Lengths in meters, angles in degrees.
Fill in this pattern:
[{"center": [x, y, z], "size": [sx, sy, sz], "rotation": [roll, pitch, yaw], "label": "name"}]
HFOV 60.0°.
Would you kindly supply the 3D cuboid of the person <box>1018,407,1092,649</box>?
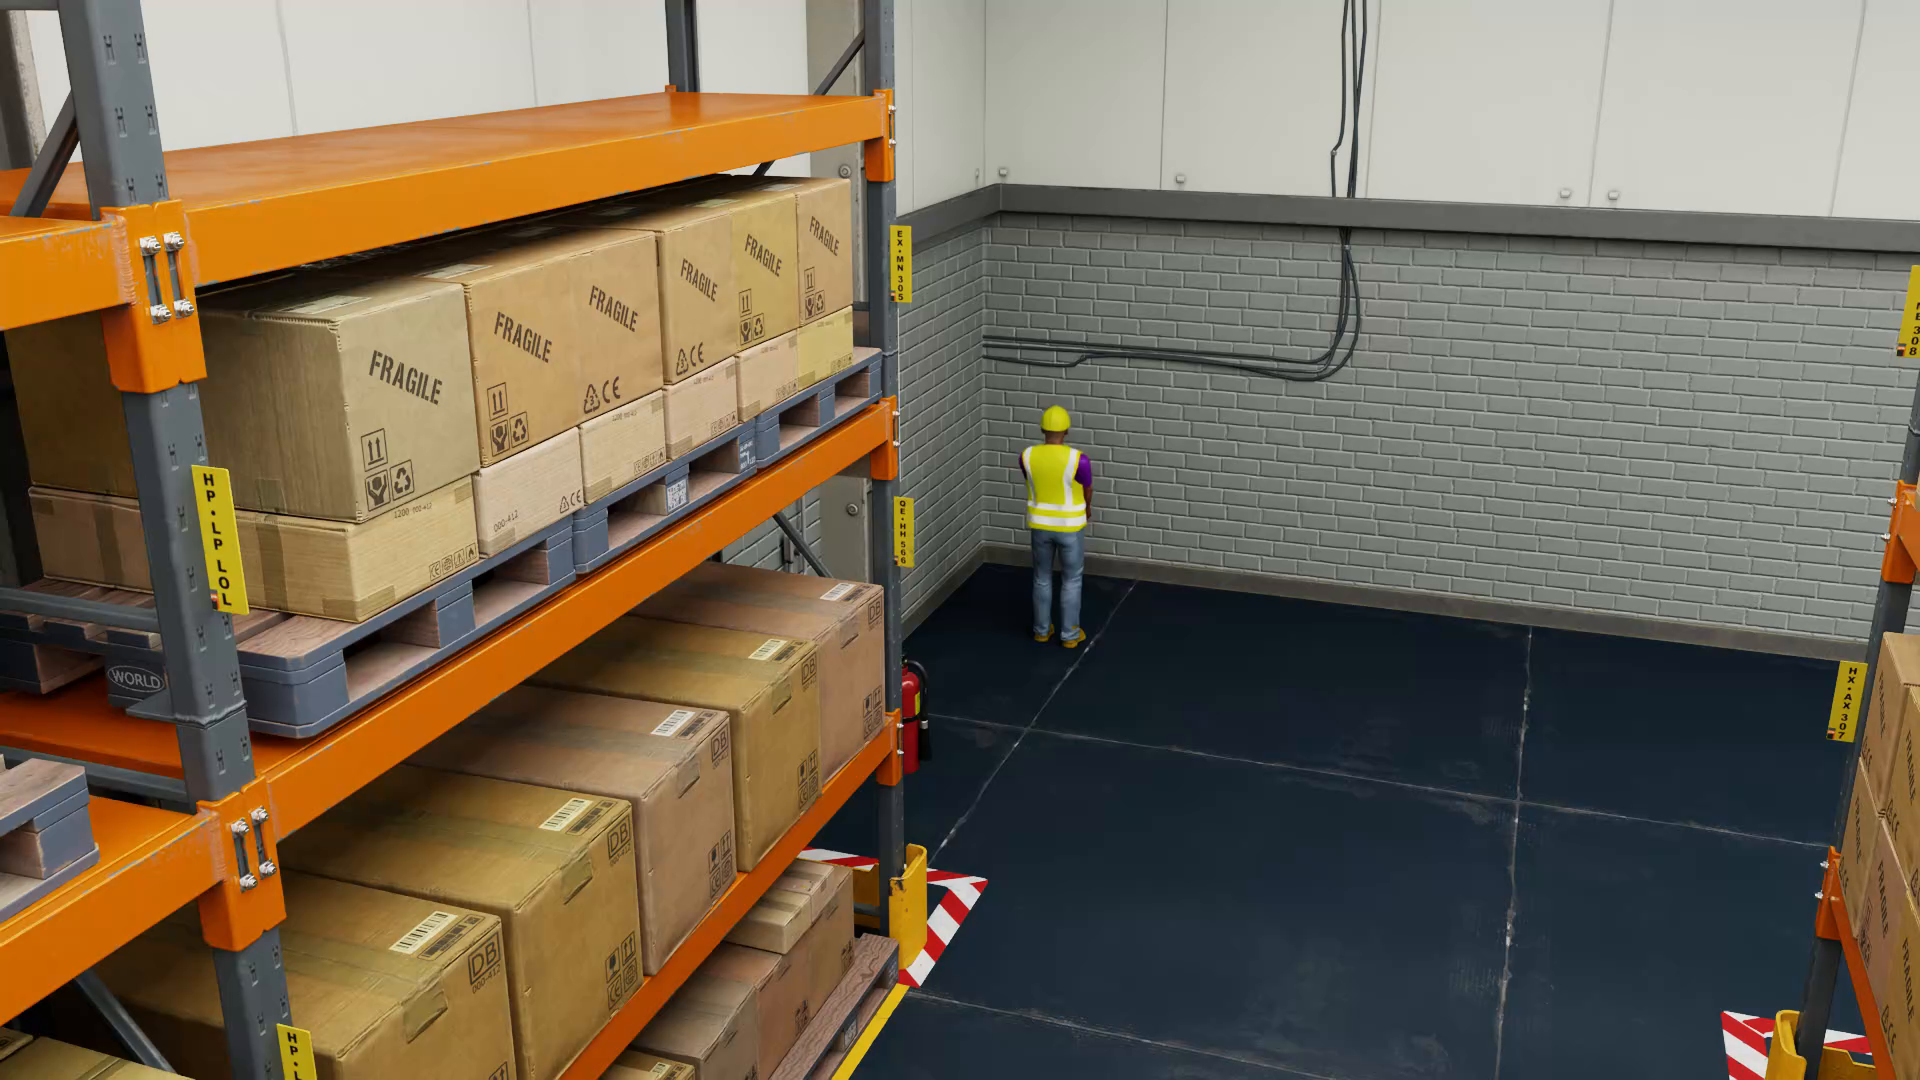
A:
[{"center": [0.705, -0.124, 11.903], "size": [0.503, 1.760, 0.587], "rotation": [7, 20, 19], "label": "person"}]
